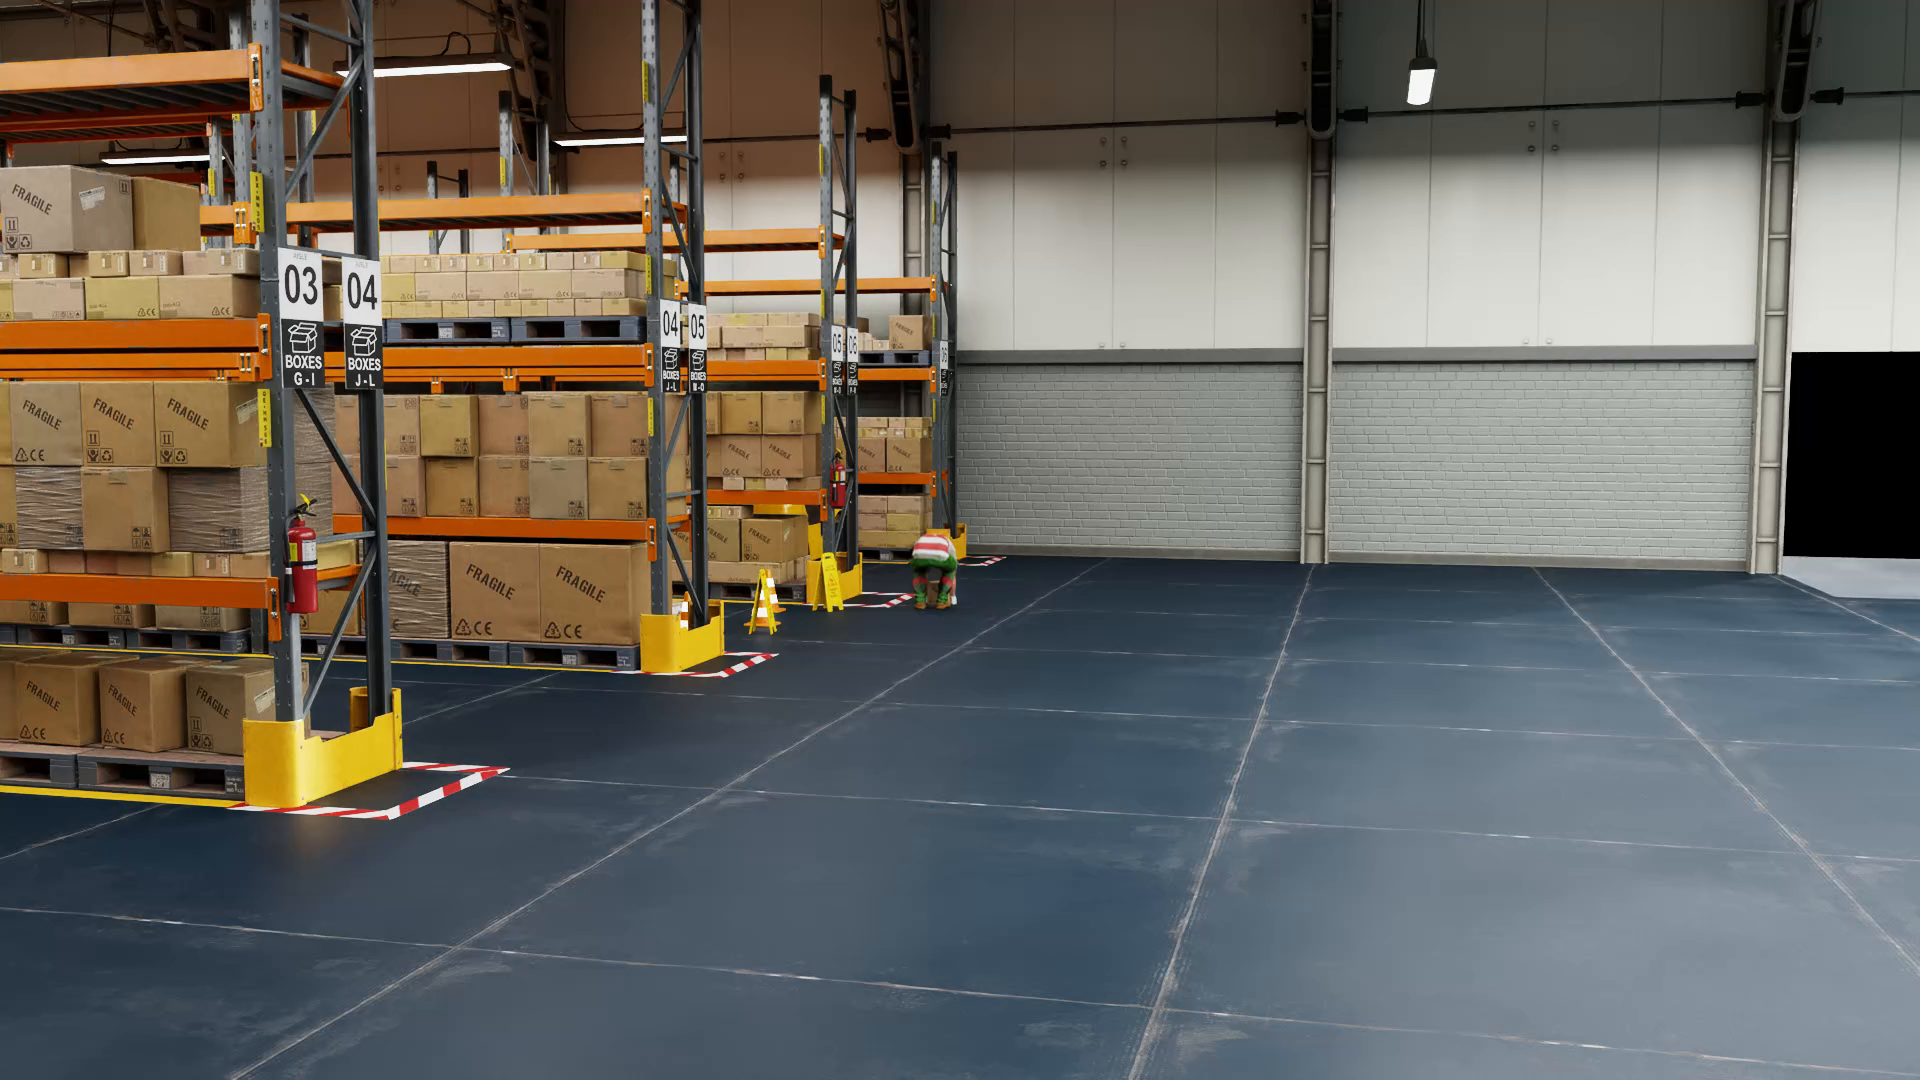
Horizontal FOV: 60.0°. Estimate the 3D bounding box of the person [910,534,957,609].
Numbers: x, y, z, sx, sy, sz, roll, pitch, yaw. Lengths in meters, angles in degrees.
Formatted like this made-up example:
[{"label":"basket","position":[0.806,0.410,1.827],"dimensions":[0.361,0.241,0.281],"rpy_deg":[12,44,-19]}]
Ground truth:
[{"label":"person","position":[-0.293,0.351,18.926],"dimensions":[0.527,0.869,0.966],"rpy_deg":[1,5,9]}]
